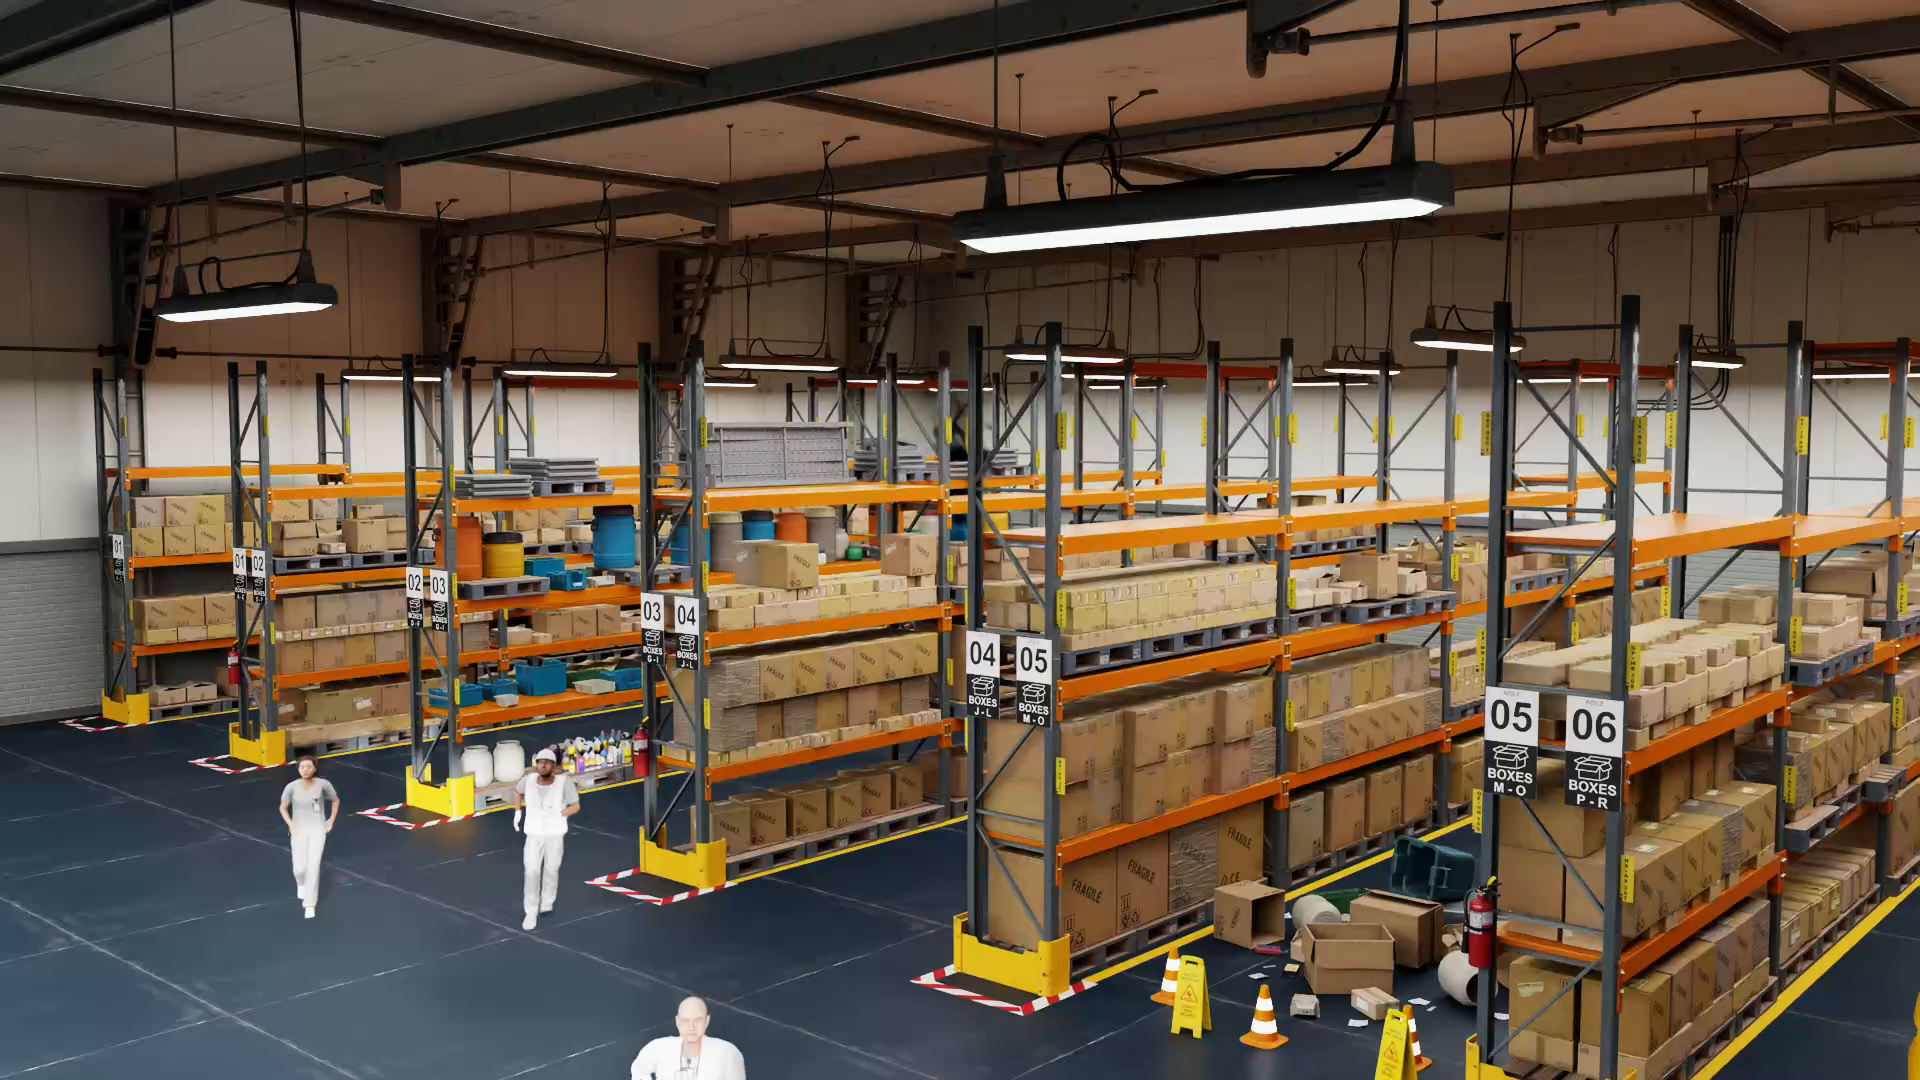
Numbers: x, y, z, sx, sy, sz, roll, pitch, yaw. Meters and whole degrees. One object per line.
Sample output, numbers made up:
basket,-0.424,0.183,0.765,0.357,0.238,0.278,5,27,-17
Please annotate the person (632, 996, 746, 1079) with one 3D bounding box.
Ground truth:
person,-1.563,3.570,9.669,0.643,1.842,0.825,-1,4,-11

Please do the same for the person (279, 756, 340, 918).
person,-6.816,3.067,17.451,0.589,1.655,0.685,-1,4,-19

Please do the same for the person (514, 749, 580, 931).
person,-4.230,3.033,17.038,0.670,1.820,0.699,-1,4,-11
